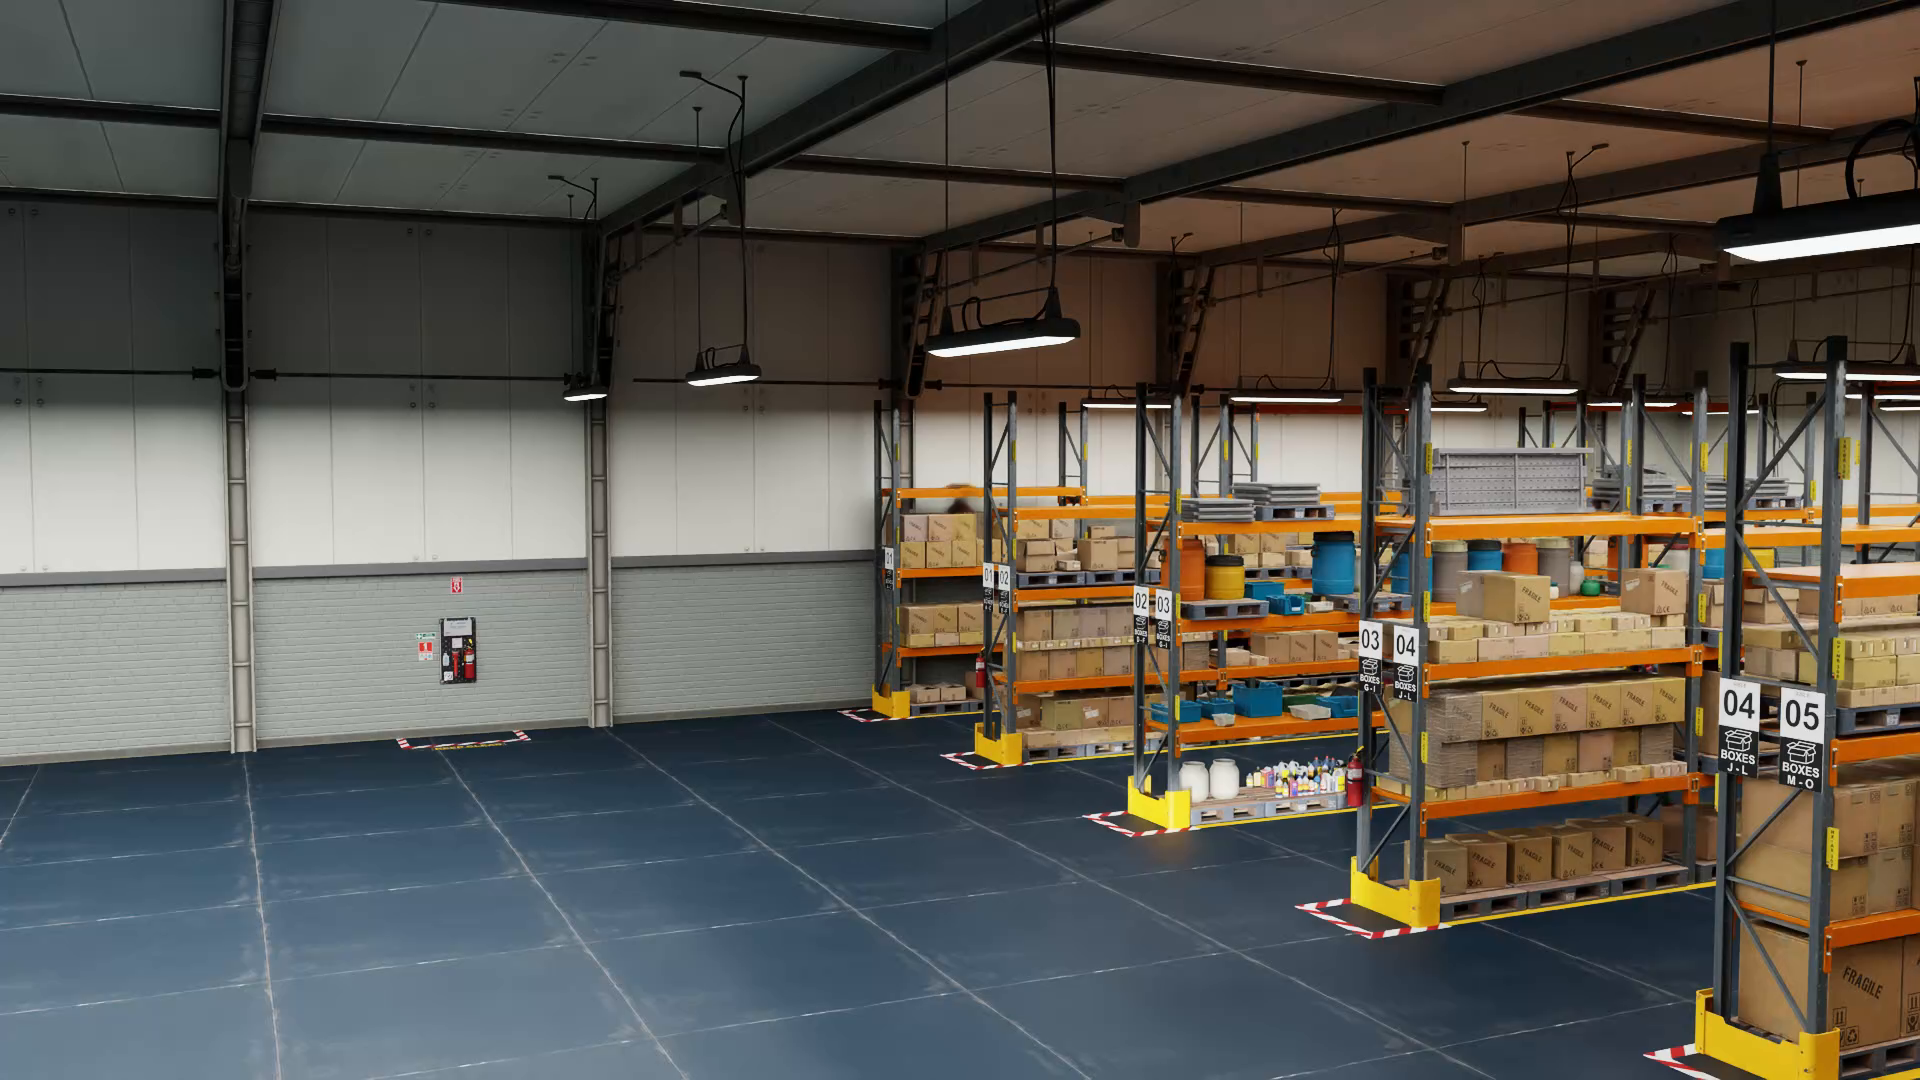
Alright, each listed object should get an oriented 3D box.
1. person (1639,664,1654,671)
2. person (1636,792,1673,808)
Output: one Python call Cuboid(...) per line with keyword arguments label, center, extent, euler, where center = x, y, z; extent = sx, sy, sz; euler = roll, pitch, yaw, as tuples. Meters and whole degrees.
Cuboid(label="person", center=(12.248, 2.555, 29.935), extent=(0.624, 1.742, 0.391), euler=(-1, 4, -21))
Cuboid(label="person", center=(9.113, 2.984, 22.050), extent=(1.060, 1.730, 0.482), euler=(-2, 4, -28))
